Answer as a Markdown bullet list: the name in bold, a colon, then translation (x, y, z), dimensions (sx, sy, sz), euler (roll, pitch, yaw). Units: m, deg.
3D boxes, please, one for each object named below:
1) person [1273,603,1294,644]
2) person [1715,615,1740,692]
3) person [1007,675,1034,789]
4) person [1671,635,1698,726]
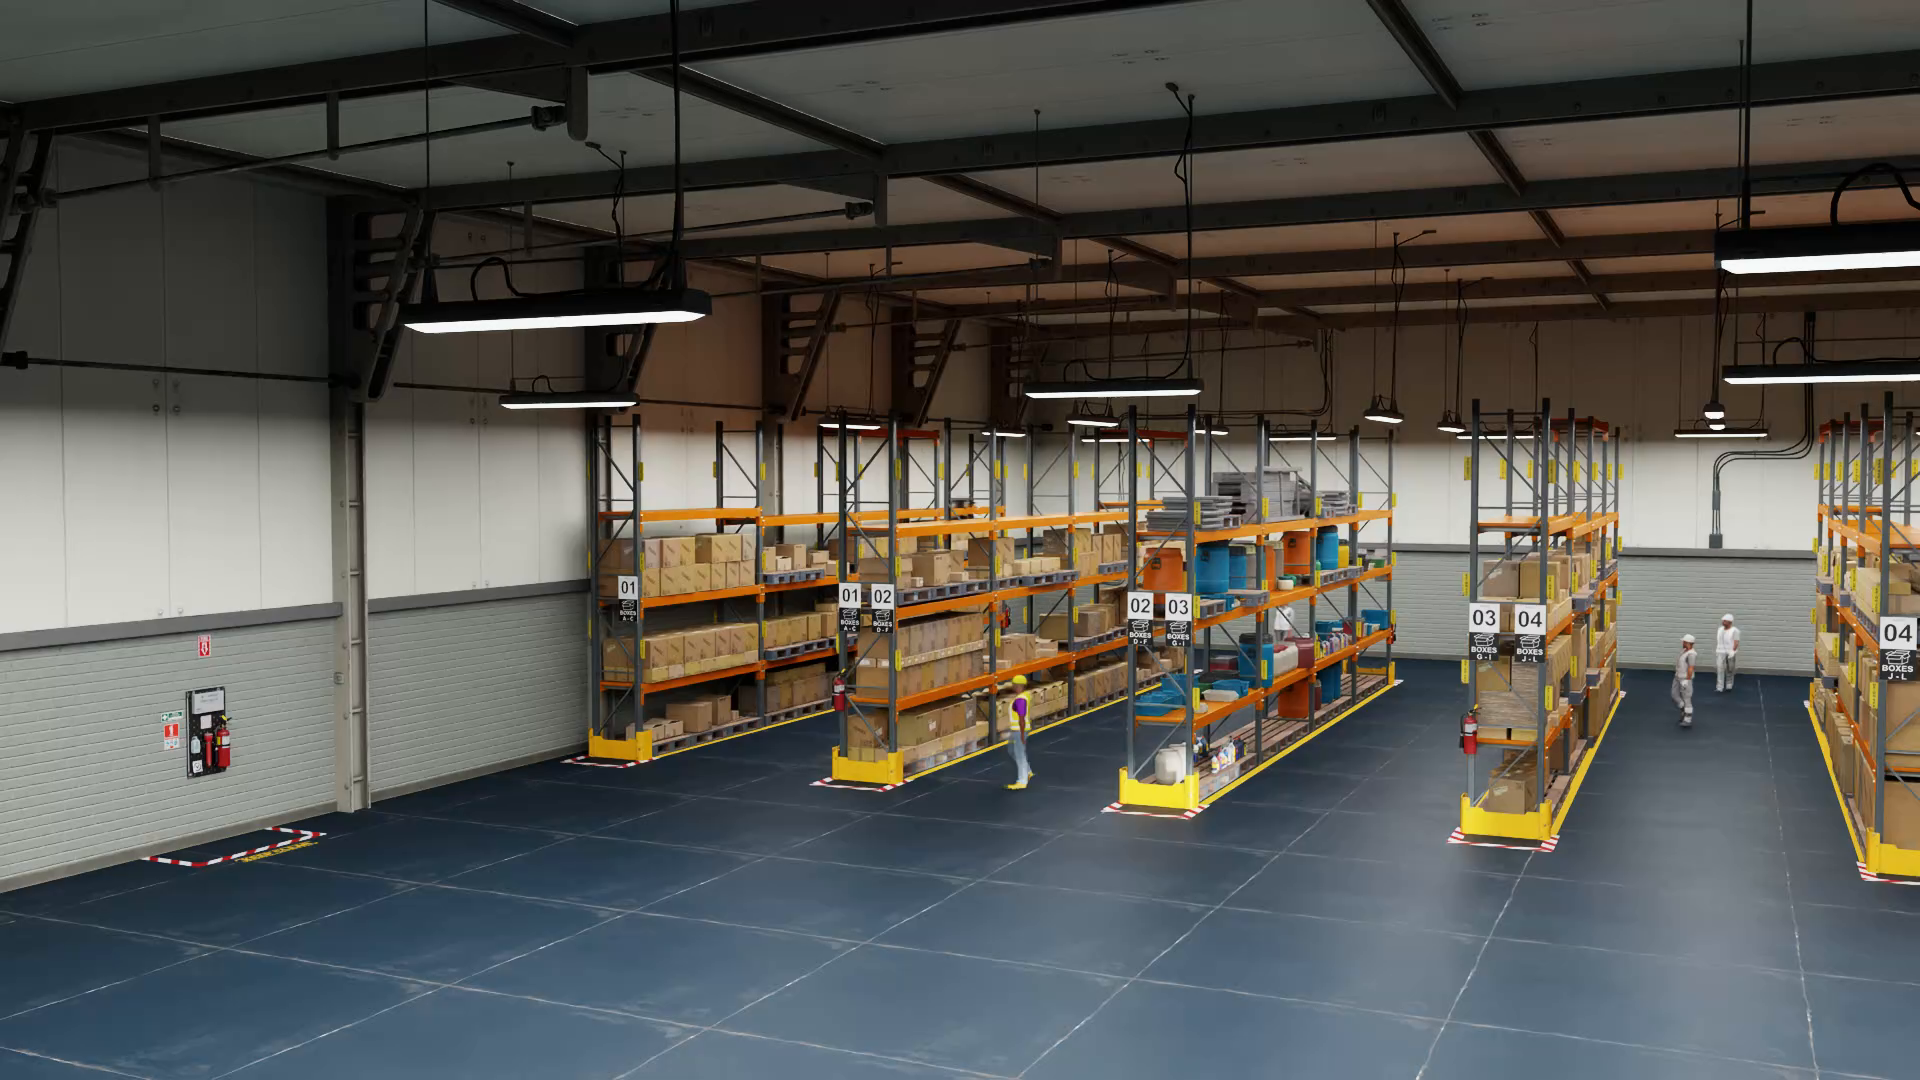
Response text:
- **person**: translation (8.428, 2.350, 43.261), dimensions (0.547, 1.784, 0.530), euler (1, 3, 26)
- **person**: translation (17.382, 2.560, 37.639), dimensions (0.490, 1.733, 1.013), euler (1, 3, 25)
- **person**: translation (0.957, 3.018, 26.312), dimensions (0.430, 1.775, 0.608), euler (0, 2, 1)
- **person**: translation (14.300, 2.753, 32.811), dimensions (0.450, 1.787, 0.642), euler (0, 2, -4)
